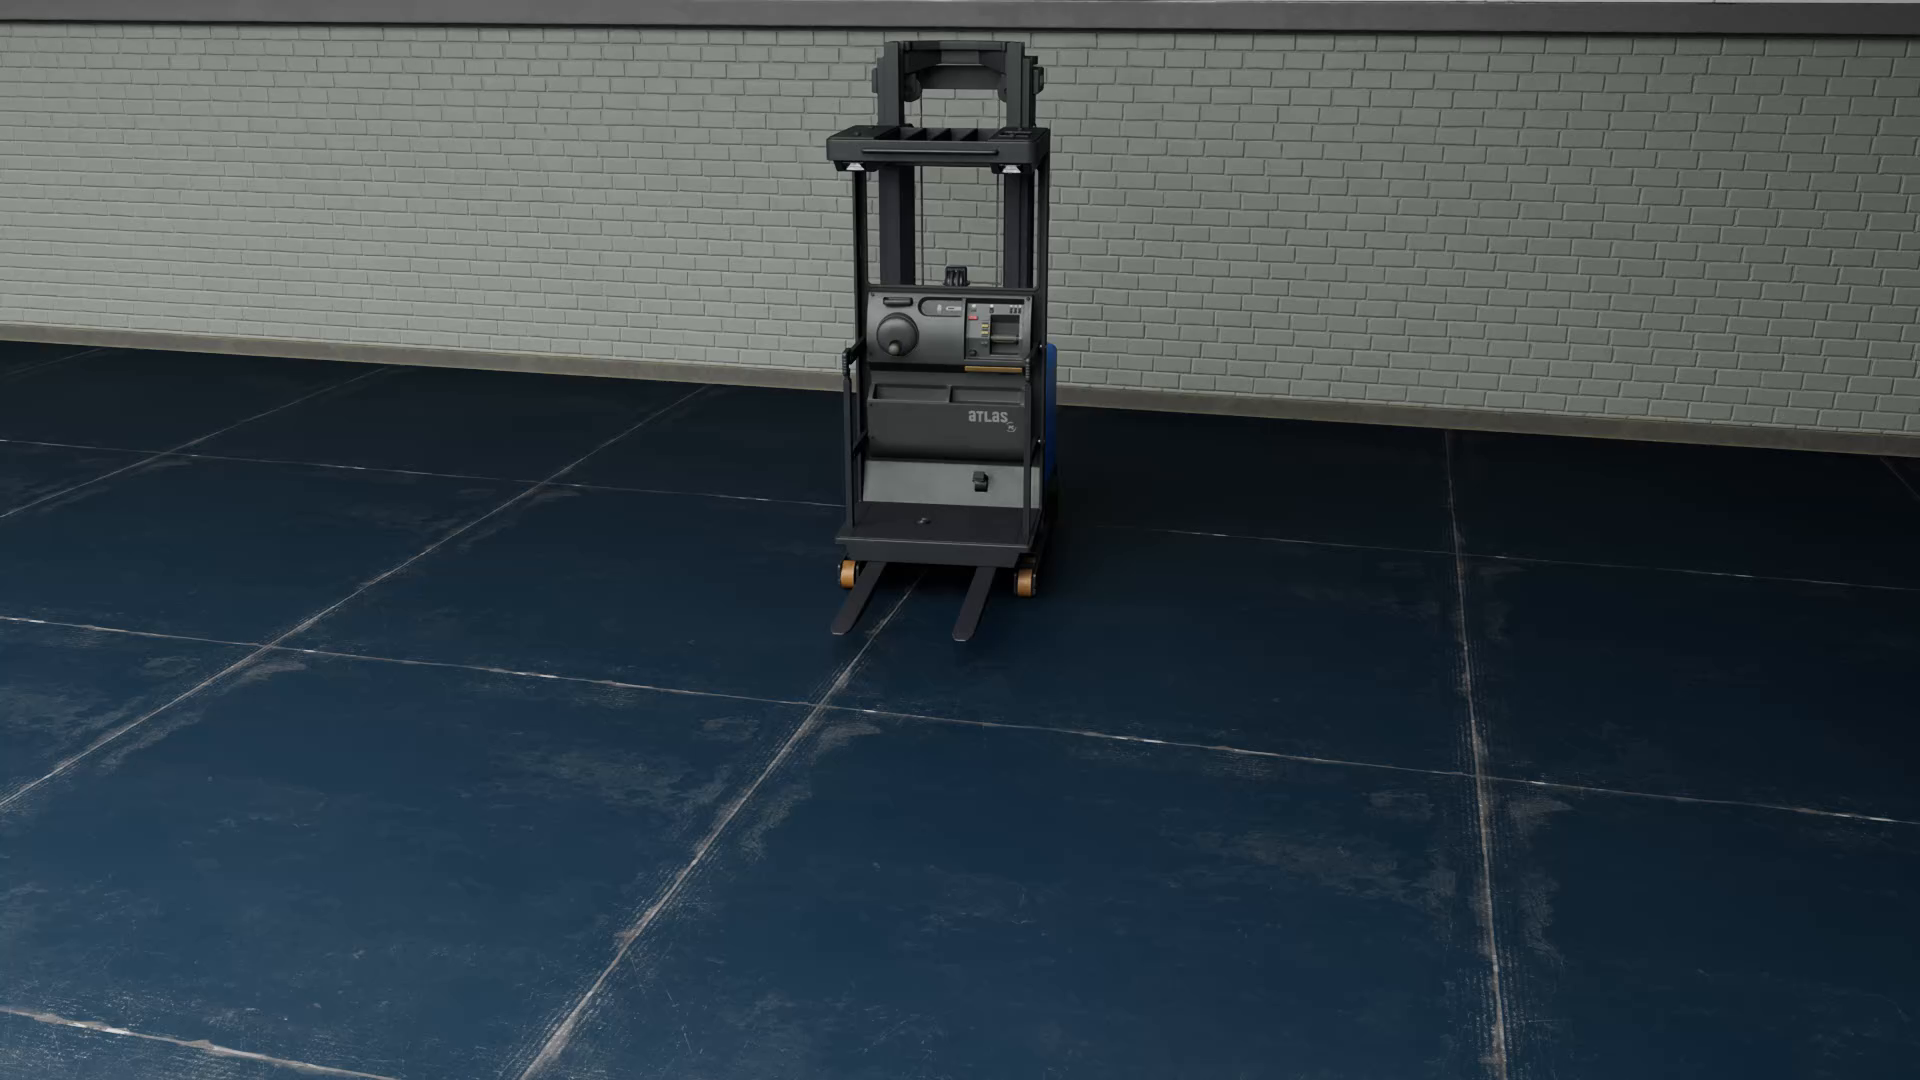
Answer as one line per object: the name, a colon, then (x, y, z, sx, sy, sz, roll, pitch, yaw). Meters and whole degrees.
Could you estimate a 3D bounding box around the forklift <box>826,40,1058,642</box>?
forklift: (-0.087, -1.187, 9.127, 1.130, 2.935, 3.031, 3, 19, 8)
